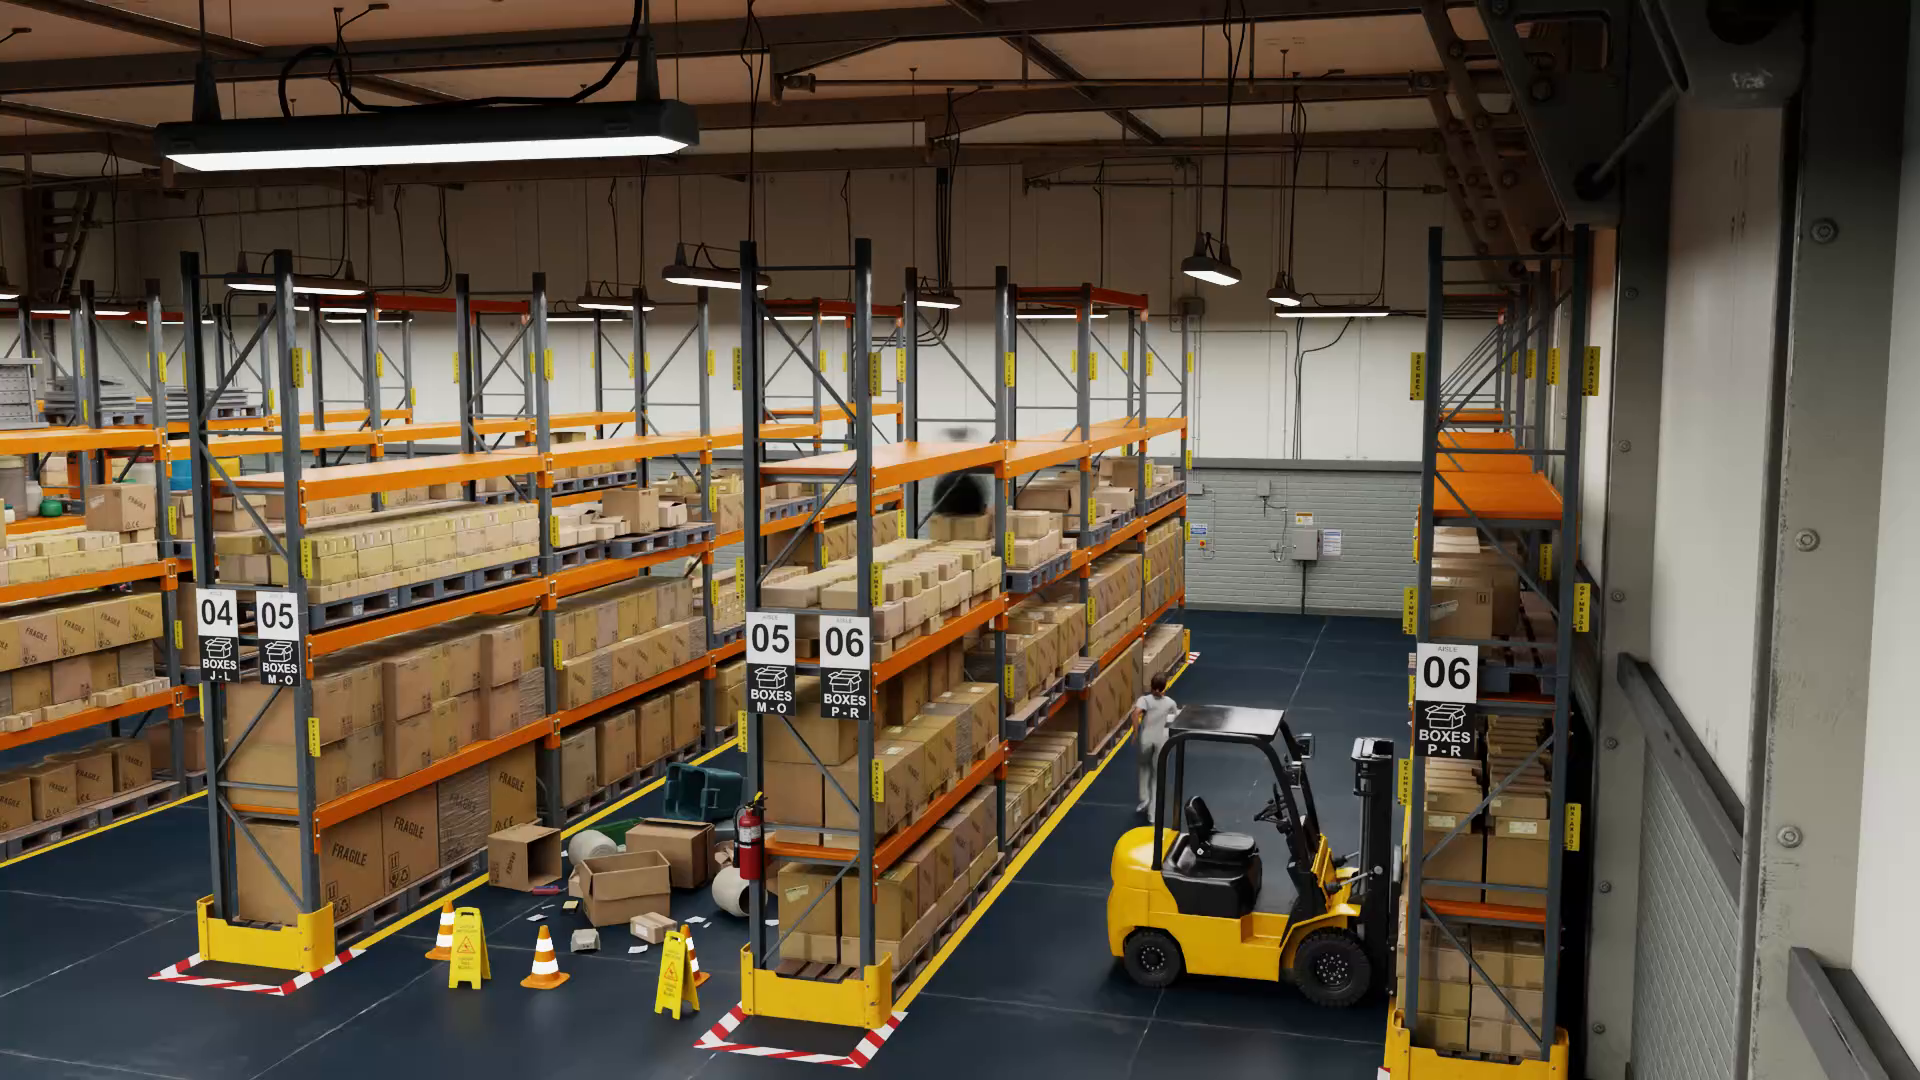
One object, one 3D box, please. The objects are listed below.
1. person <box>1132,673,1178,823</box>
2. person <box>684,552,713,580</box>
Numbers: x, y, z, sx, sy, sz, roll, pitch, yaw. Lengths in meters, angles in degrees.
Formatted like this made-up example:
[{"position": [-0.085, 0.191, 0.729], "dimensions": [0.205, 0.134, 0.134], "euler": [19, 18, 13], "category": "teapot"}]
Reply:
[{"position": [2.158, 2.298, 18.458], "dimensions": [0.496, 1.610, 0.903], "euler": [1, 7, 12], "category": "person"}, {"position": [-4.848, 0.876, 31.224], "dimensions": [0.661, 1.641, 0.734], "euler": [-3, 7, -27], "category": "person"}]
